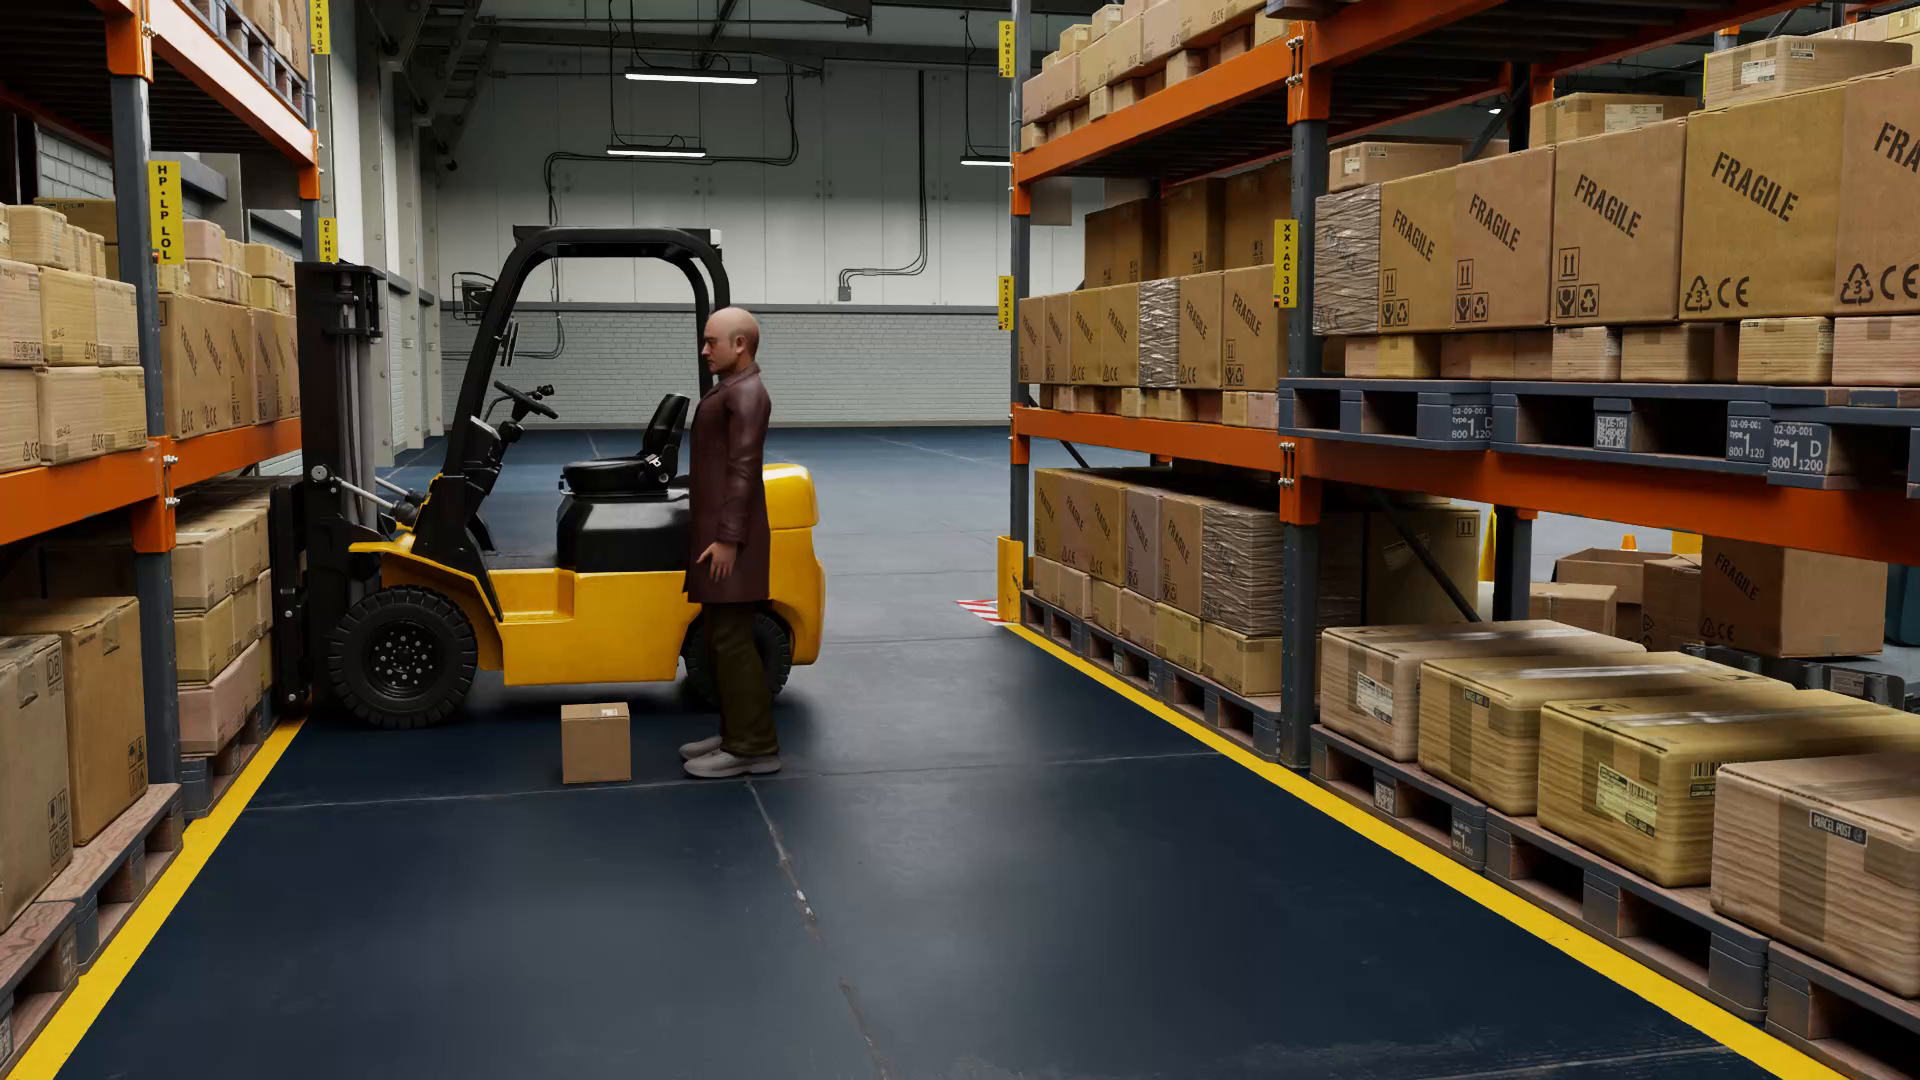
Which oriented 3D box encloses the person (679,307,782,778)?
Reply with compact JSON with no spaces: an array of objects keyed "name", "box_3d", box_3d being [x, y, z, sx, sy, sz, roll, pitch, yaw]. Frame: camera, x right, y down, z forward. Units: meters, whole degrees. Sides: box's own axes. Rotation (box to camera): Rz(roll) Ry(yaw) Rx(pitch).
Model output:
[{"name":"person","box_3d":[-0.891,0.005,6.360,0.378,1.775,0.562,-1,6,-12]}]
